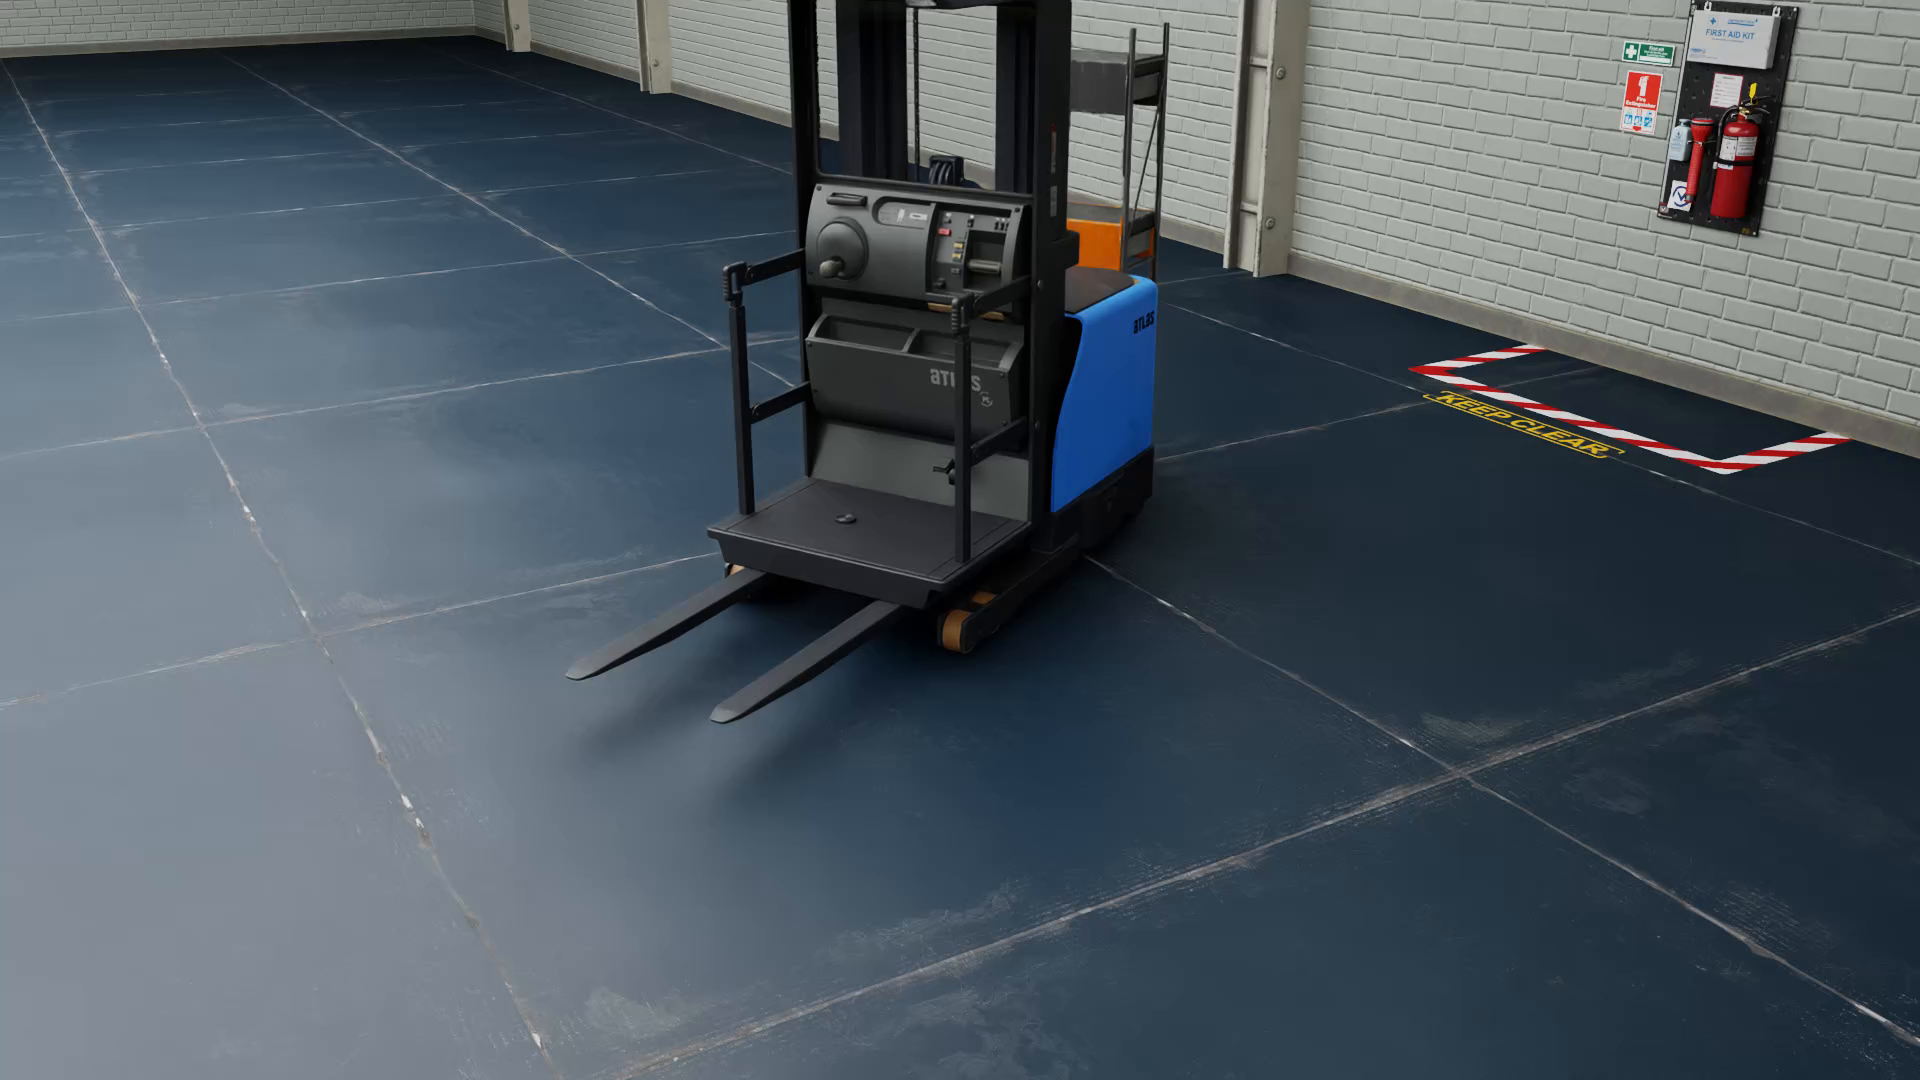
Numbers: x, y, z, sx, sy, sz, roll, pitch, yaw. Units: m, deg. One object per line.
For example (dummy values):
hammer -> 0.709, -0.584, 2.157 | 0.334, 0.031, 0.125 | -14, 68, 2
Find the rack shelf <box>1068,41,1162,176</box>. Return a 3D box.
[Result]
rack shelf -> 0.617, -1.953, 7.501 | 0.480, 0.518, 0.431 | 12, 25, 27

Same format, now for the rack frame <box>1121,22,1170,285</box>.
rack frame -> 0.826, -1.270, 7.643 | 0.015, 2.100, 0.400 | 12, 25, 27

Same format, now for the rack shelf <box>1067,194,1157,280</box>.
rack shelf -> 0.614, -1.303, 7.760 | 0.480, 0.518, 0.431 | 12, 25, 27

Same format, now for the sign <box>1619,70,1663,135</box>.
sign -> 3.812, -2.451, 9.310 | 0.001, 0.329, 0.234 | -13, 25, -28

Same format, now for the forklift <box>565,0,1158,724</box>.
forklift -> -0.287, -1.126, 6.189 | 1.130, 2.935, 3.031 | 12, 25, 27

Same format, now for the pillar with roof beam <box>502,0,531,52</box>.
pillar with roof beam -> -10.725, -11.148, 22.789 | 9.100, 9.000, 0.400 | -13, 25, -28

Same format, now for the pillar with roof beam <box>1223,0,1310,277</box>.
pillar with roof beam -> -1.530, -5.322, 8.453 | 9.100, 9.000, 0.400 | -13, 25, -28

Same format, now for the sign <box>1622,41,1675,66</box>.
sign -> 3.807, -2.693, 9.202 | 0.001, 0.109, 0.331 | -13, 25, -28

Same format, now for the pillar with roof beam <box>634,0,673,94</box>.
pillar with roof beam -> -7.660, -9.206, 18.010 | 9.100, 9.000, 0.400 | -13, 25, -28

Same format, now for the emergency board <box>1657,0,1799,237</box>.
emergency board -> 4.006, -2.235, 8.828 | 0.194, 1.169, 0.643 | -13, 25, -28

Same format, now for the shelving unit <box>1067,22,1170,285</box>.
shelving unit -> 0.614, -1.316, 7.755 | 0.503, 2.100, 0.431 | 12, 25, 27

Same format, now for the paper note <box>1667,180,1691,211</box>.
paper note -> 3.975, -1.898, 9.167 | 0.016, 0.148, 0.142 | -13, 25, -28
